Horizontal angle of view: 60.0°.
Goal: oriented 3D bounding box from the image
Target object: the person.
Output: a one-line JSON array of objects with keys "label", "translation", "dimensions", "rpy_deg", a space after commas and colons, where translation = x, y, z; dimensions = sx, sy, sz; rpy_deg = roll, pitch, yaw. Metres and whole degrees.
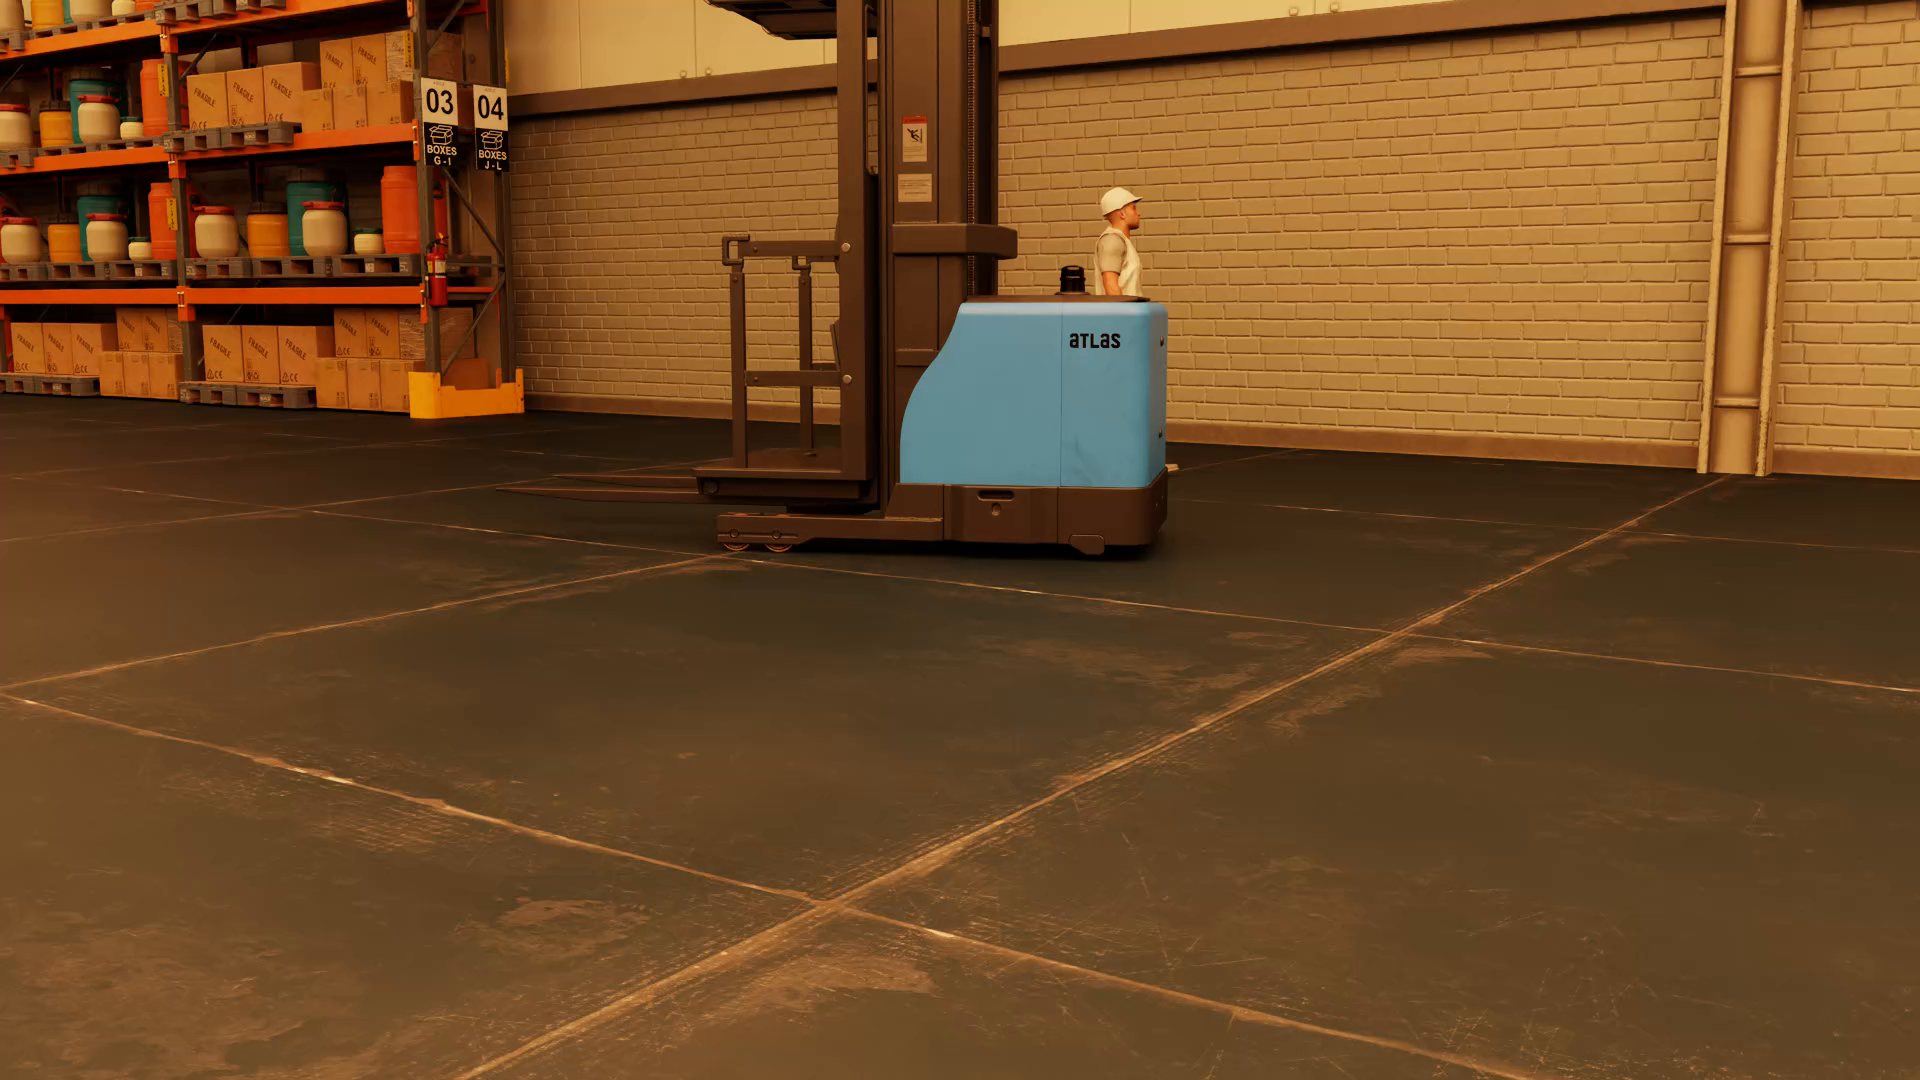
[{"label": "person", "translation": [1.133, -1.334, 10.583], "dimensions": [0.563, 1.790, 0.638], "rpy_deg": [1, 8, 9]}]

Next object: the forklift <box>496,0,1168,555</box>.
[{"label": "forklift", "translation": [-0.596, -1.469, 7.520], "dimensions": [3.031, 2.935, 1.130], "rpy_deg": [2, 8, 12]}]
